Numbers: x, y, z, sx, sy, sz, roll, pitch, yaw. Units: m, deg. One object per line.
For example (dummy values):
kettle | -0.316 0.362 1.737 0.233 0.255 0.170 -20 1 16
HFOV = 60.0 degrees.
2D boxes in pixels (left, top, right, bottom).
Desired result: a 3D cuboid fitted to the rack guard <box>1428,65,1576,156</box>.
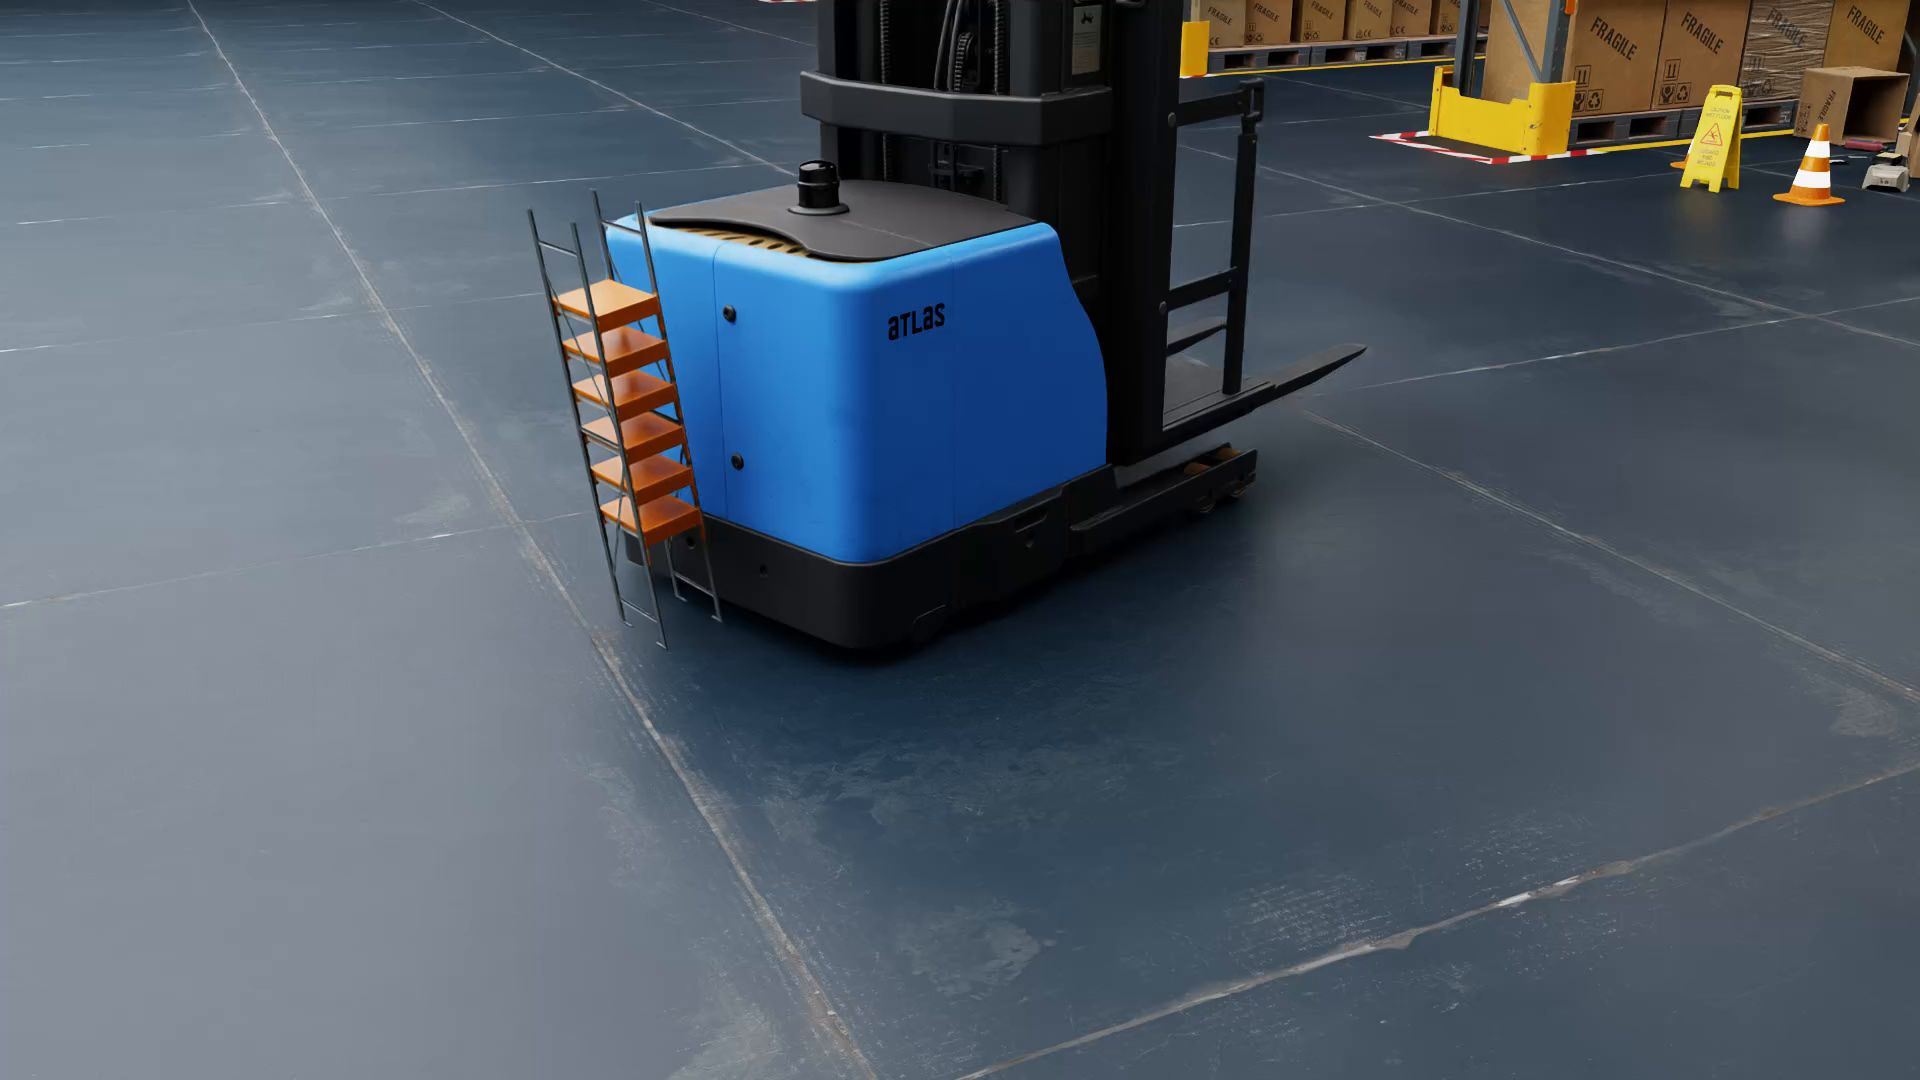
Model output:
rack guard | 3.991 -3.193 12.309 0.348 0.500 1.175 -10 25 -24

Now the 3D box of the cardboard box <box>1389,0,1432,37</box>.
cardboard box | 4.666 -5.630 17.649 0.500 0.500 0.500 -3 23 -7

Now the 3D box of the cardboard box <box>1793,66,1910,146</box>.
cardboard box | 6.663 -3.250 12.445 0.500 0.500 0.500 -6 23 -14

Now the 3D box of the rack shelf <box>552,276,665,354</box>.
rack shelf | -0.901 -0.576 4.235 0.180 0.103 0.258 -27 34 -33

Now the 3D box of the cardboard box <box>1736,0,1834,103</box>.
cardboard box | 6.209 -3.997 13.212 0.875 0.875 0.875 -10 25 -23

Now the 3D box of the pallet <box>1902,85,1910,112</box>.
pallet | 8.280 -3.881 14.349 1.213 0.211 1.003 -10 25 -24

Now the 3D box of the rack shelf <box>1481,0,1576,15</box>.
rack shelf | 5.815 -4.351 12.780 4.000 0.370 1.077 -10 25 -24

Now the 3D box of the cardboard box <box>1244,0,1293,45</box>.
cardboard box | 3.046 -5.326 16.913 0.500 0.500 0.500 -4 23 -10

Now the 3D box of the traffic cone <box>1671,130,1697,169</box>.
traffic cone | 5.107 -2.778 11.357 0.334 0.463 0.336 -10 25 -24

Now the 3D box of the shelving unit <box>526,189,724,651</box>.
shelving unit | -0.869 -0.298 4.380 0.189 1.200 0.258 -27 34 -33

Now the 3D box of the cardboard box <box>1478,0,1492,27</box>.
cardboard box | 6.119 -5.884 18.236 0.500 0.500 0.700 -13 26 -28

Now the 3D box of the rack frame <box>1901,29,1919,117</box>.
rack frame | 7.617 -5.015 13.444 0.127 3.000 1.000 -10 25 -24

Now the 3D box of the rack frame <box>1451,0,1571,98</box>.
rack frame | 4.013 -4.352 11.841 0.127 3.000 1.000 -10 25 -24

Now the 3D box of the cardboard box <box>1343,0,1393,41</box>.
cardboard box | 4.141 -5.500 17.335 0.500 0.500 0.500 -13 26 -28

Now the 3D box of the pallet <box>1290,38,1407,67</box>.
pallet | 3.866 -5.125 17.356 1.213 0.211 1.003 -10 25 -24

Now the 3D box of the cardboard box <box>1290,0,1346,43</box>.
cardboard box | 3.619 -5.423 17.148 0.500 0.500 0.500 -8 24 -19

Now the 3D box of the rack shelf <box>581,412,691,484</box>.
rack shelf | -0.864 -0.258 4.401 0.180 0.103 0.258 -27 34 -33

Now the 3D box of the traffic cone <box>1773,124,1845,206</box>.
traffic cone | 5.291 -2.332 10.280 0.334 0.463 0.336 -10 25 -24

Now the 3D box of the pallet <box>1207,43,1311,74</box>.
pallet | 2.768 -4.925 16.871 1.213 0.211 1.003 -10 25 -24

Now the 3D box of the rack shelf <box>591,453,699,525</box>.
rack shelf | -0.852 -0.153 4.456 0.180 0.103 0.258 -27 34 -33

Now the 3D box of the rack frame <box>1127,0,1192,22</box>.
rack frame | 1.953 -6.078 16.011 0.127 3.000 1.000 -10 25 -24

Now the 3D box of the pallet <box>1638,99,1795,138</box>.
pallet | 5.797 -3.424 13.245 1.213 0.211 1.003 -10 25 -24

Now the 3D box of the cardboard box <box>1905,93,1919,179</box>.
cardboard box | 6.735 -2.673 11.049 0.797 0.503 0.637 10 24 22

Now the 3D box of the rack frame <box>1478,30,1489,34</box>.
rack frame | 5.557 -6.741 17.614 0.127 3.000 1.000 -10 25 -24

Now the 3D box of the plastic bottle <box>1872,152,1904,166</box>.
plastic bottle | 6.473 -2.657 11.588 0.133 0.061 0.283 20 30 40

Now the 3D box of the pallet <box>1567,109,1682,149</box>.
pallet | 4.699 -3.223 12.760 1.213 0.211 1.003 -10 25 -24

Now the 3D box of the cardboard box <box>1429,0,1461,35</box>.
cardboard box | 5.179 -5.728 17.885 0.500 0.500 0.500 -11 25 -25

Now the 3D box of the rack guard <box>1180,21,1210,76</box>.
rack guard | 2.021 -4.935 16.519 0.348 0.500 1.175 -10 25 -24

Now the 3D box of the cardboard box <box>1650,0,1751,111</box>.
cardboard box | 5.387 -3.846 12.848 0.875 0.875 0.875 -11 25 -24

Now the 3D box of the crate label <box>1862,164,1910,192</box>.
crate label | 5.972 -2.334 10.709 0.250 0.136 0.298 15 27 31

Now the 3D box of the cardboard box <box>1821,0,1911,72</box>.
cardboard box | 7.020 -4.147 13.576 0.875 0.875 0.875 -10 25 -23

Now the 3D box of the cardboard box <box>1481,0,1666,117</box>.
cardboard box | 4.595 -3.699 12.494 0.875 0.875 0.875 -10 25 -23

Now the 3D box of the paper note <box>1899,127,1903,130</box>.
paper note | 7.404 -3.220 12.988 0.147 0.020 0.142 10 24 22

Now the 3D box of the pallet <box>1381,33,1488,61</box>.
pallet | 4.967 -5.329 17.849 1.213 0.211 1.003 -10 25 -24

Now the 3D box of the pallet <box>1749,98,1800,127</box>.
pallet | 6.898 -3.628 13.738 1.213 0.211 1.003 -10 25 -24

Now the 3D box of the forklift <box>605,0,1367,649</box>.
forklift | 0.348 -1.553 5.169 1.130 2.935 3.031 18 29 37

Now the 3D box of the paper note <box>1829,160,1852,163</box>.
paper note | 6.124 -2.647 11.607 0.142 0.017 0.144 -2 23 -5

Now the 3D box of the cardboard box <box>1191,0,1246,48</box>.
cardboard box | 2.523 -5.215 16.645 0.500 0.500 0.500 -6 23 -14

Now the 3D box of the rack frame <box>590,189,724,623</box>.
rack frame | -0.800 -0.332 4.430 0.006 1.200 0.240 -27 34 -33

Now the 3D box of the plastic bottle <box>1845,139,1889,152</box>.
plastic bottle | 6.612 -2.868 12.100 0.283 0.061 0.133 20 30 40

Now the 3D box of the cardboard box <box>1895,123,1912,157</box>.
cardboard box | 6.867 -2.832 11.745 0.258 0.266 0.396 -6 23 -14

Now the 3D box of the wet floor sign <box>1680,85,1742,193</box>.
wet floor sign | 4.845 -2.577 10.631 0.232 0.644 0.267 -15 27 -33

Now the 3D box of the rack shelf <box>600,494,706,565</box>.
rack shelf | -0.839 -0.047 4.512 0.180 0.103 0.258 -27 34 -33

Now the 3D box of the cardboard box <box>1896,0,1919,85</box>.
cardboard box | 8.137 -4.304 14.118 0.750 0.750 1.050 -11 25 -24

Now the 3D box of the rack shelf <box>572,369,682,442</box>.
rack shelf | -0.876 -0.364 4.345 0.180 0.103 0.258 -27 34 -33

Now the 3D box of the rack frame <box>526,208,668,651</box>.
rack frame | -0.937 -0.263 4.330 0.006 1.200 0.240 -27 34 -33

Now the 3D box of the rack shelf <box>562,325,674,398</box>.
rack shelf | -0.889 -0.470 4.290 0.180 0.103 0.258 -27 34 -33

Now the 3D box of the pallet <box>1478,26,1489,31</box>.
pallet | 6.258 -5.583 18.460 1.213 0.211 1.003 -10 25 -24
